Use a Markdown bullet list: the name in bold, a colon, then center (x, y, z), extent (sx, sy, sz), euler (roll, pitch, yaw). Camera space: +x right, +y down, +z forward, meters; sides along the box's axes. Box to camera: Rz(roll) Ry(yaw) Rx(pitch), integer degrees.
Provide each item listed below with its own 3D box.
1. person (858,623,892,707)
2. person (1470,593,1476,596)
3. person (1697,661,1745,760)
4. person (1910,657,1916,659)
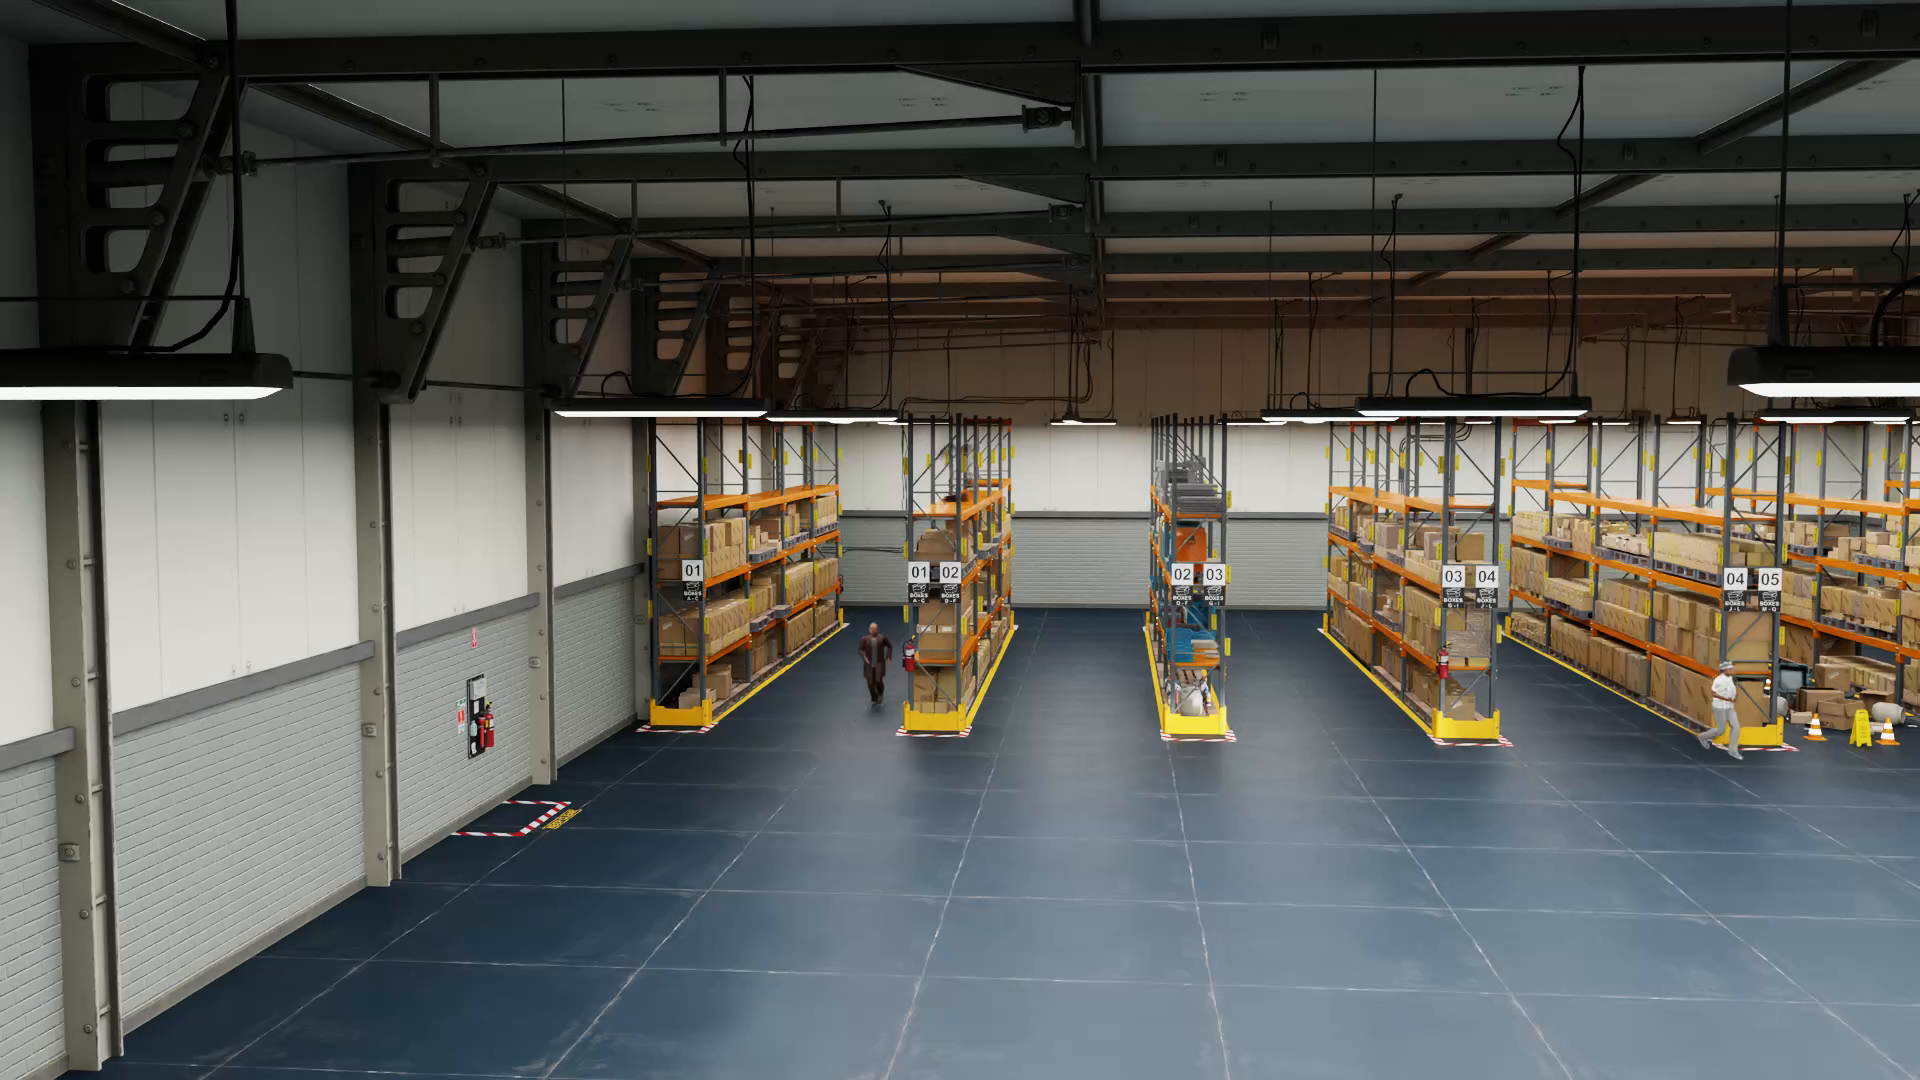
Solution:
- **person**: center (-1.746, 2.570, 34.033), extent (0.690, 1.721, 0.714), euler (0, 4, 3)
- **person**: center (14.373, 1.795, 46.666), extent (0.518, 1.597, 0.589), euler (-3, 5, -35)
- **person**: center (13.307, 2.946, 29.041), extent (0.619, 1.706, 0.836), euler (-3, 5, -34)
- **person**: center (22.064, 2.314, 38.221), extent (0.584, 1.648, 0.690), euler (0, 4, -2)
